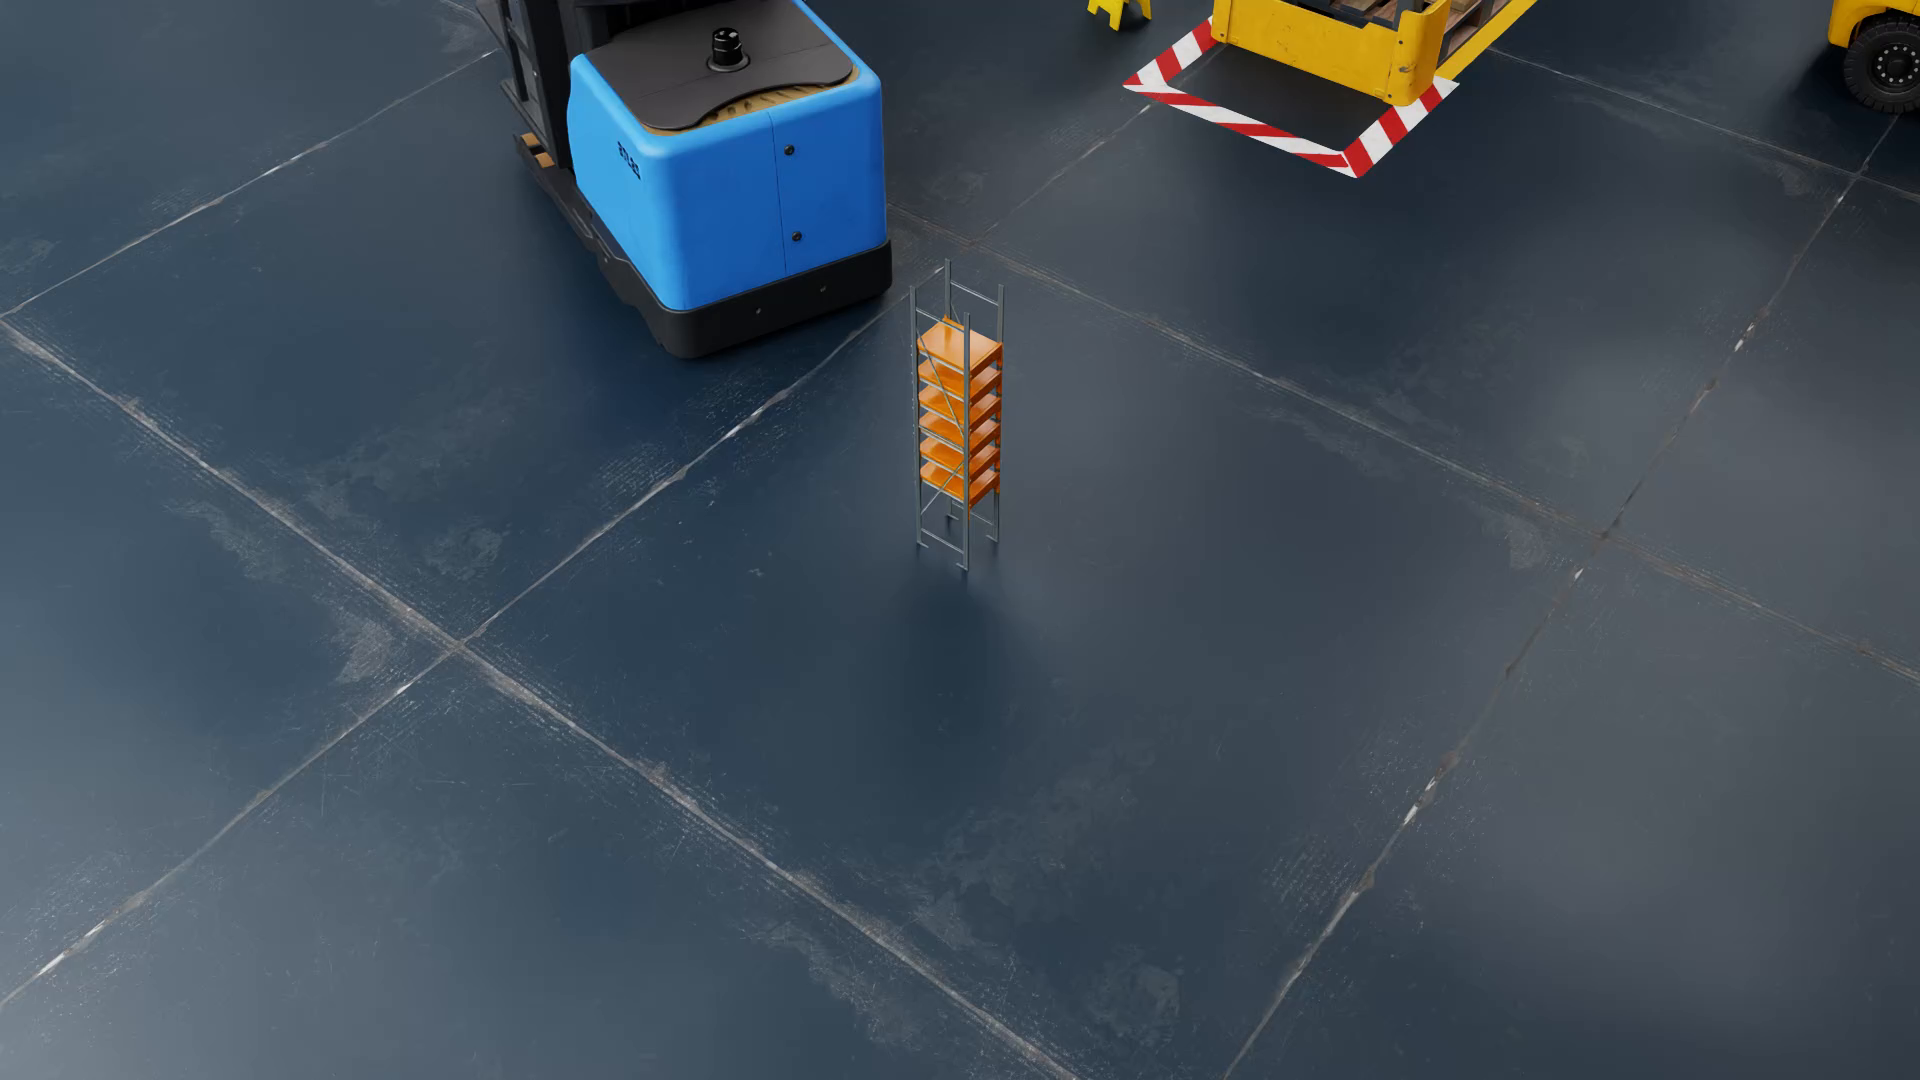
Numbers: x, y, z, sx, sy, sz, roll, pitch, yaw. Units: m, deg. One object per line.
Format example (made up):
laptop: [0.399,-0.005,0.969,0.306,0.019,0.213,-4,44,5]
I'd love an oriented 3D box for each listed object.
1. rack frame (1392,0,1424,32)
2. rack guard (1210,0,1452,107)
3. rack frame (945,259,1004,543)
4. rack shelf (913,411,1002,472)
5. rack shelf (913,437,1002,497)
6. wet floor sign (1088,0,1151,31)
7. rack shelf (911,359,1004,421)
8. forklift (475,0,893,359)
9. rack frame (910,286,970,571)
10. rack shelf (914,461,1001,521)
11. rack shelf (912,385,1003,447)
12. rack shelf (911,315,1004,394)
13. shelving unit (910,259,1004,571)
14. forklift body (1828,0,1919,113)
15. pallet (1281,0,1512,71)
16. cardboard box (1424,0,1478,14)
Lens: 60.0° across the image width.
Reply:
rack frame: [1.821,-3.499,7.518,1.000,3.000,0.127,29,53,25]
rack guard: [1.868,-2.679,8.463,1.175,0.500,0.348,29,53,25]
rack frame: [0.047,-0.459,5.858,0.240,1.200,0.006,29,53,25]
rack shelf: [-0.009,-0.375,5.840,0.258,0.103,0.180,29,53,25]
rack shelf: [-0.009,-0.293,5.927,0.258,0.103,0.180,29,53,25]
wet floor sign: [0.858,-3.050,8.717,0.232,0.644,0.267,-25,51,-22]
rack shelf: [-0.009,-0.541,5.667,0.258,0.103,0.180,29,53,25]
forklift: [-1.463,-2.821,6.918,1.130,2.935,3.031,-23,50,-20]
rack frame: [-0.065,-0.354,5.758,0.240,1.200,0.006,29,53,25]
rack shelf: [-0.009,-0.210,6.014,0.258,0.103,0.180,29,53,25]
rack shelf: [-0.009,-0.458,5.754,0.258,0.103,0.180,29,53,25]
rack shelf: [-0.009,-0.624,5.580,0.258,0.103,0.180,29,53,25]
shelving unit: [-0.009,-0.406,5.808,0.258,1.200,0.189,29,53,25]
forklift body: [5.467,-2.905,7.537,2.313,2.155,1.214,29,53,25]
pallet: [2.392,-3.028,8.997,1.003,0.211,1.213,29,53,25]
cardboard box: [2.533,-3.033,8.684,0.500,0.250,0.500,29,53,25]
